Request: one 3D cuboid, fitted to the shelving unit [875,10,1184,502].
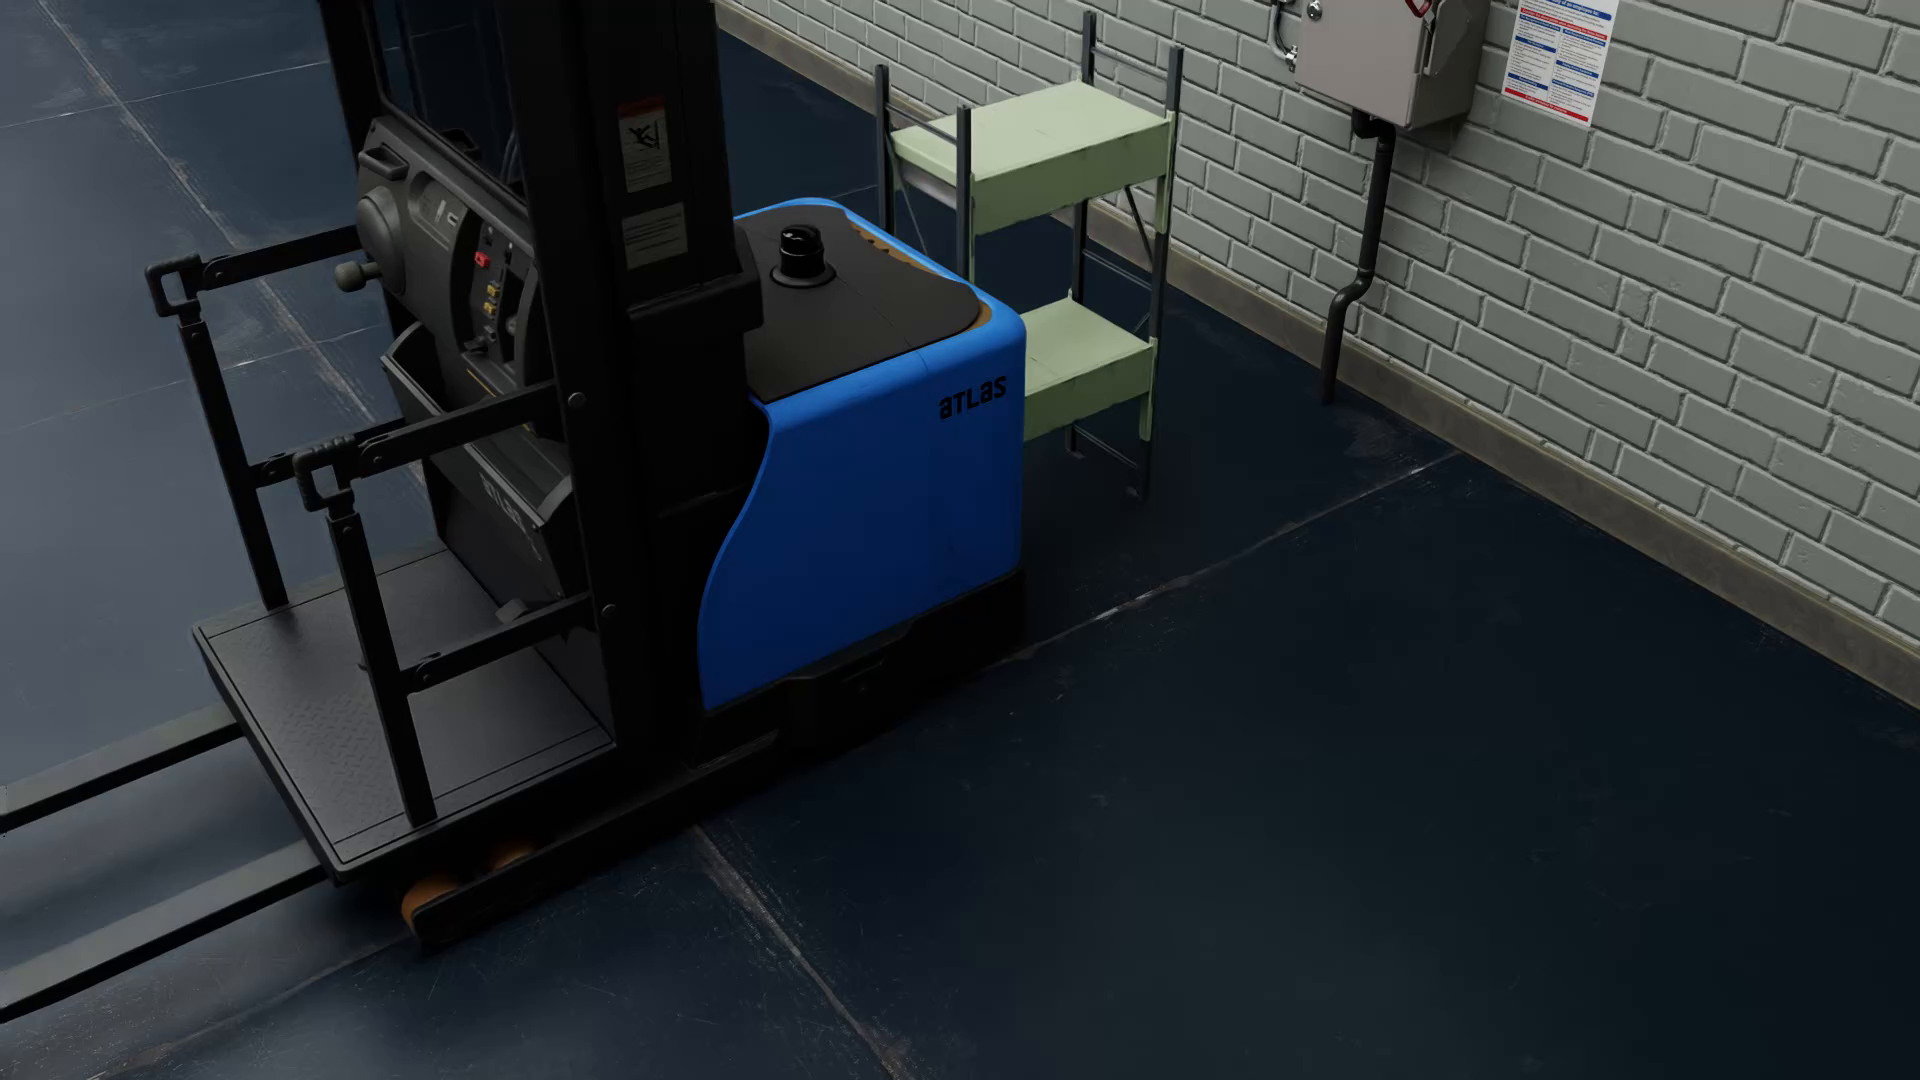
[{"bbox_3d":[0.193,-0.700,4.939,0.755,1.500,0.400,-24,42,-29],"label":"shelving unit"}]

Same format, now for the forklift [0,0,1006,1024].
[{"bbox_3d":[-1.342,-0.542,3.569,2.937,2.843,1.107,-24,42,-29],"label":"forklift"}]

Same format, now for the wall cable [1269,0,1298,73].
[{"bbox_3d":[1.030,-2.482,5.262,0.122,1.984,0.588,-22,41,-28],"label":"wall cable"}]

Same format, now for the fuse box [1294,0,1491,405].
[{"bbox_3d":[1.294,-1.168,5.408,0.414,1.711,0.539,-22,41,-28],"label":"fuse box"}]

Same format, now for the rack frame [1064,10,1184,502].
[{"bbox_3d":[0.485,-0.828,5.117,0.023,1.500,0.400,-24,42,-29],"label":"rack frame"}]

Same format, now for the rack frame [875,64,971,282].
[{"bbox_3d":[-0.100,-0.571,4.760,0.023,1.500,0.400,-24,42,-29],"label":"rack frame"}]

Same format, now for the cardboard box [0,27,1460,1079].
[{"bbox_3d":[-5.440,-0.091,4.049,13.522,1.550,6.103,-23,42,-29],"label":"cardboard box"}]
